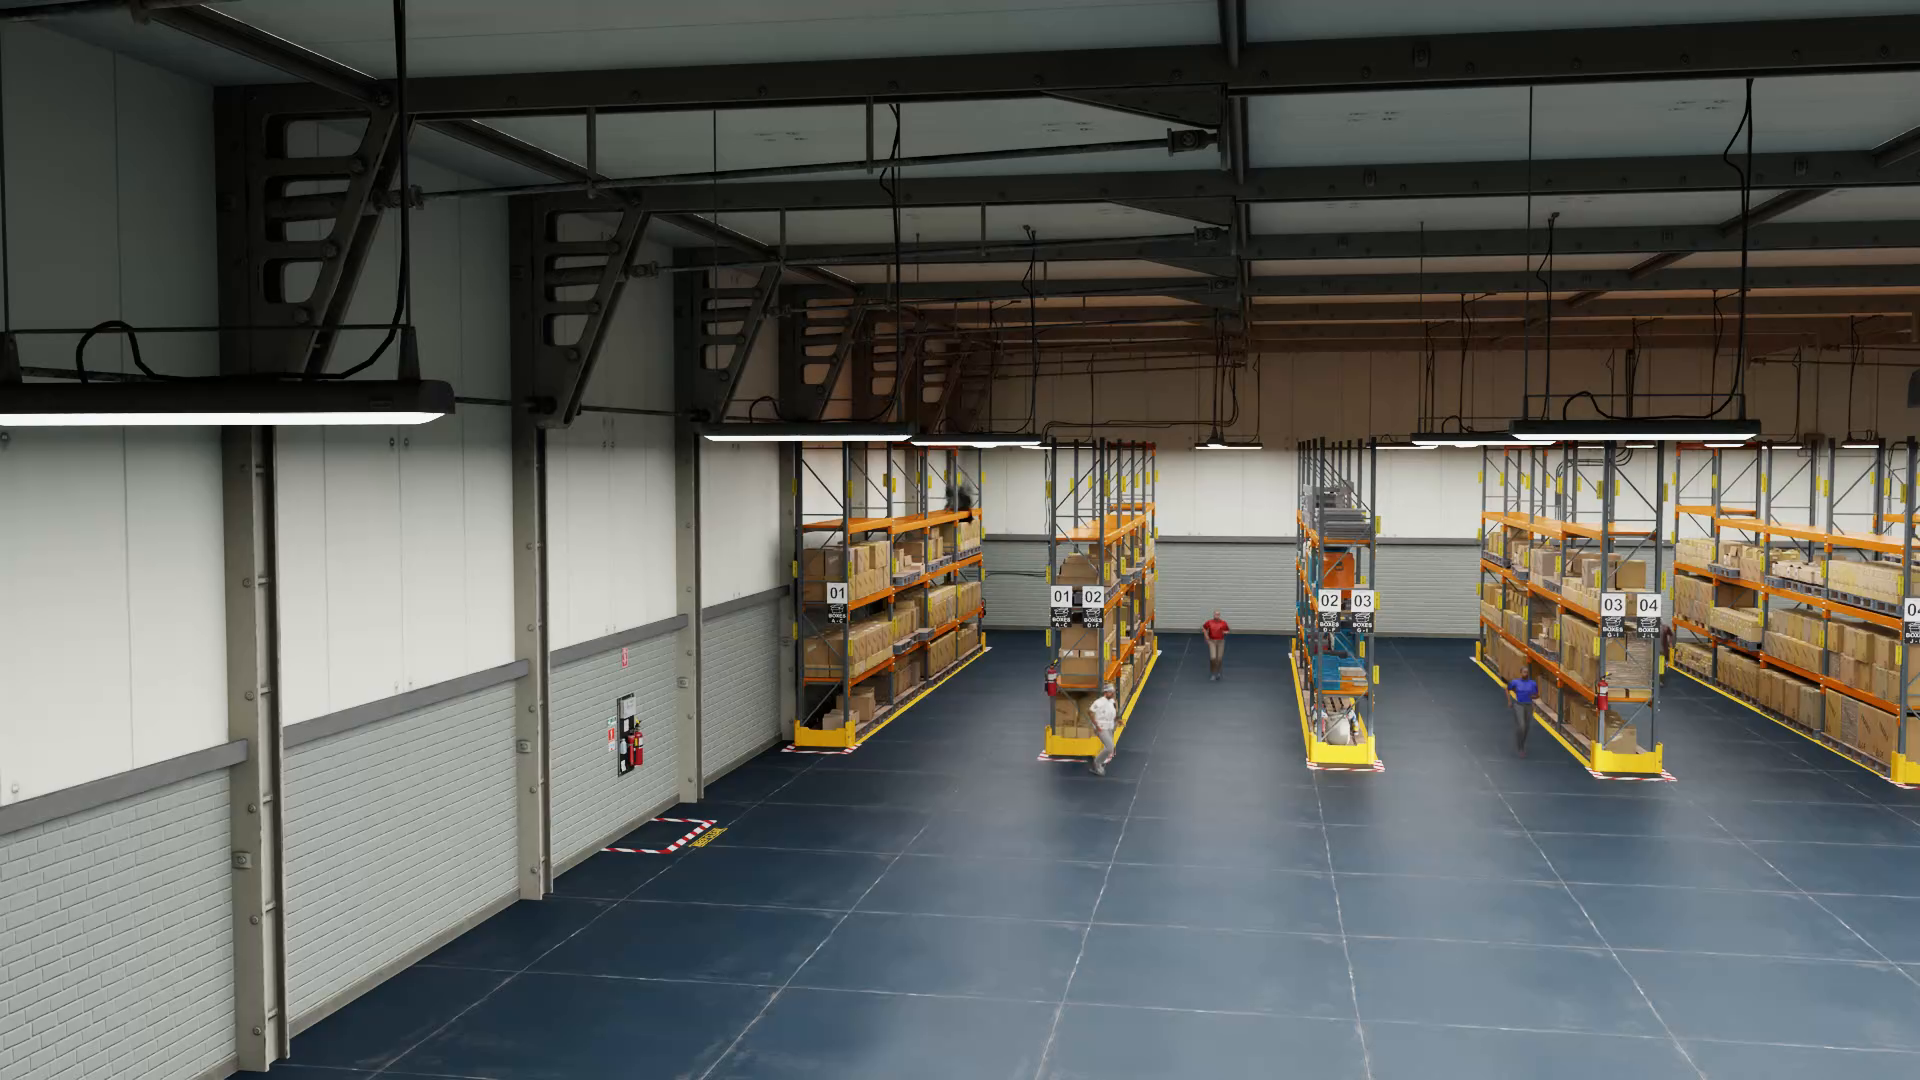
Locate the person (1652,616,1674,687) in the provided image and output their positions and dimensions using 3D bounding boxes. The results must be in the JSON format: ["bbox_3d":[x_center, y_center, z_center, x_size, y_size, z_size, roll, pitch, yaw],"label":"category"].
[{"bbox_3d":[17.139,2.707,40.747,0.725,1.740,0.920,1,3,12],"label":"person"}]

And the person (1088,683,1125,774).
[{"bbox_3d":[2.579,3.349,29.477,0.673,1.645,0.555,3,4,43],"label":"person"}]

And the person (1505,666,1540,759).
[{"bbox_3d":[10.627,3.233,31.383,0.548,1.720,0.763,0,3,-1],"label":"person"}]

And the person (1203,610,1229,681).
[{"bbox_3d":[6.447,2.664,41.781,0.640,1.800,0.741,0,3,1],"label":"person"}]
